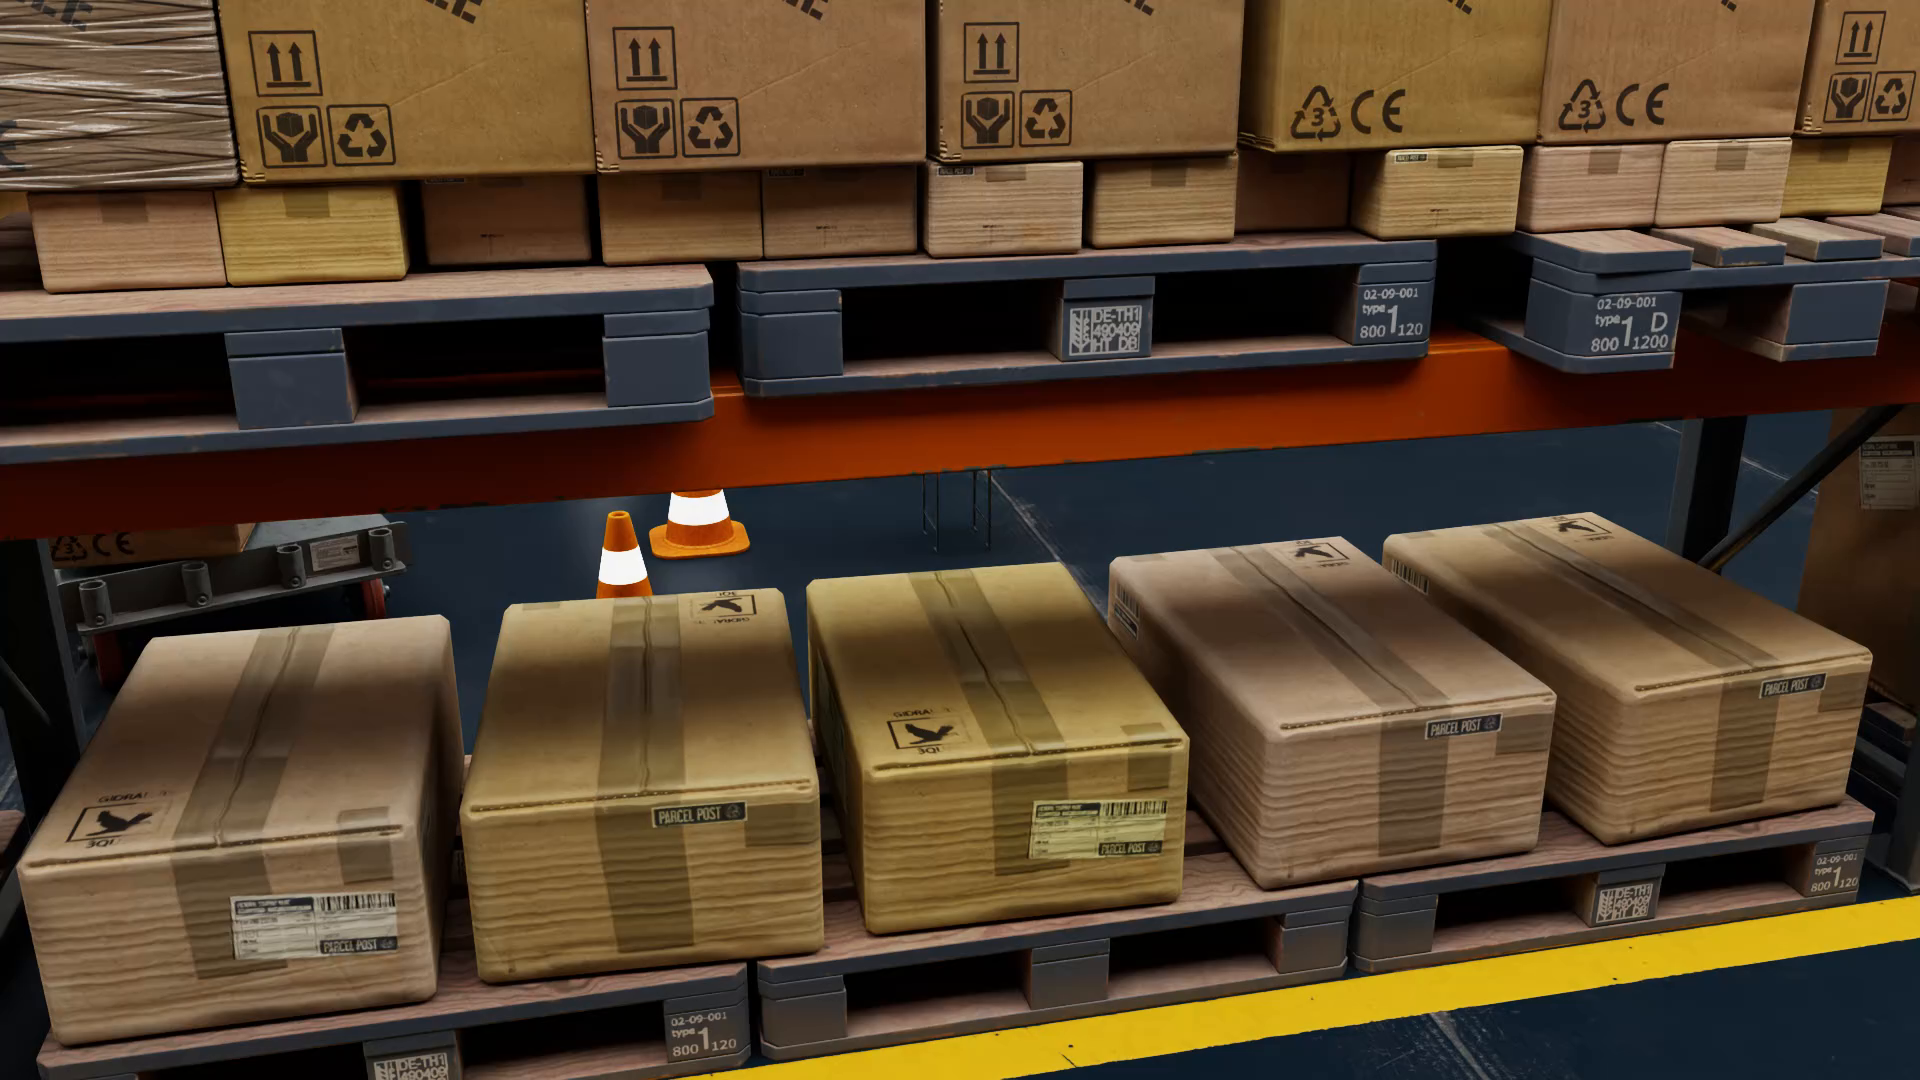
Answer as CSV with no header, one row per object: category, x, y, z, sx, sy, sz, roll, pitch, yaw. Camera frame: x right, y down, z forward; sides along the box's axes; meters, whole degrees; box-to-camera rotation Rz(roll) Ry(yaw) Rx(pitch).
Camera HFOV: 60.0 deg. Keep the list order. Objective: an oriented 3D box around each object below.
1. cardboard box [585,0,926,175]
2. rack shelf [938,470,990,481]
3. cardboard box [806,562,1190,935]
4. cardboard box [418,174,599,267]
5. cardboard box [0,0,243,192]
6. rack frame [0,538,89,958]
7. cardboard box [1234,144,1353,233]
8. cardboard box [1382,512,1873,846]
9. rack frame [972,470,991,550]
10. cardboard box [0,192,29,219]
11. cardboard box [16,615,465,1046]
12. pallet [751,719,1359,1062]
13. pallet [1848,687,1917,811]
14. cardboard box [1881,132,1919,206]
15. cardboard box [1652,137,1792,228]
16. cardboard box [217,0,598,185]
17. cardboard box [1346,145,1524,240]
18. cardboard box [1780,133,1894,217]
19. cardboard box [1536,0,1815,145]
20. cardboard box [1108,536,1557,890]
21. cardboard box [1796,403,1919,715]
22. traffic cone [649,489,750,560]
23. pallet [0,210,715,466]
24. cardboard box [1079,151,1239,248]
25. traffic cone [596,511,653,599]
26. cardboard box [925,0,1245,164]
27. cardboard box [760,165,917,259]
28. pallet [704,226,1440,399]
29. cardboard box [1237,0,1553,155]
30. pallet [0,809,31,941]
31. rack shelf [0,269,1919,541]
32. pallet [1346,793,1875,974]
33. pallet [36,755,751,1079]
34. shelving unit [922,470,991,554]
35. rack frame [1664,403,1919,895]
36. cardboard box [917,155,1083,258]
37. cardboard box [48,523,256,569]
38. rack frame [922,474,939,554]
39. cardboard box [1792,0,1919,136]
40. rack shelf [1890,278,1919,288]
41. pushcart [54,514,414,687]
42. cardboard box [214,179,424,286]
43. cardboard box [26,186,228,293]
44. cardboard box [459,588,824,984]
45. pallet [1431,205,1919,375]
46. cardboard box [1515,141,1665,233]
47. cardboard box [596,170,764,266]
cardboard box,-0.353,-0.879,2.664,0.500,0.500,0.500,-5,21,-13
rack shelf,-0.014,-0.295,5.703,0.180,0.103,0.258,-5,21,-12
cardboard box,0.038,0.401,3.568,0.625,0.372,0.950,-4,20,-11
cardboard box,-0.733,-0.561,2.741,0.250,0.149,0.380,-3,20,-9
cardboard box,-1.324,-0.804,2.461,0.500,0.500,0.500,-4,21,-11
rack frame,-1.847,-0.479,2.762,0.127,3.000,1.000,-5,21,-12
cardboard box,0.517,-0.669,3.034,0.250,0.149,0.380,-4,21,-12
cardboard box,1.494,0.282,3.893,0.625,0.372,0.950,-6,21,-16
rack frame,0.075,-0.569,5.625,0.006,1.200,0.240,-5,21,-12
cardboard box,-3.712,-1.301,7.485,0.875,0.875,0.875,-4,21,-12
cardboard box,-1.337,0.515,3.258,0.625,0.372,0.950,-4,21,-12
pallet,0.100,0.670,3.678,1.213,0.211,1.003,-5,21,-12
pallet,2.831,0.476,4.208,1.213,0.211,1.003,-5,21,-12
cardboard box,1.781,-0.770,3.312,0.250,0.149,0.380,-4,20,-10
cardboard box,1.302,-0.690,3.092,0.250,0.149,0.380,-5,21,-13
cardboard box,-0.837,-0.844,2.570,0.500,0.500,0.500,-5,21,-12
cardboard box,0.791,-0.646,2.973,0.250,0.149,0.380,-4,21,-12
cardboard box,1.537,-0.725,3.188,0.250,0.149,0.380,-4,21,-12
cardboard box,1.167,-1.006,3.012,0.500,0.500,0.500,-5,21,-13
cardboard box,0.778,0.343,3.727,0.625,0.372,0.950,-5,21,-14
cardboard box,2.737,-0.022,3.993,0.875,0.875,0.875,-5,21,-13
traffic cone,-0.910,-0.213,5.722,0.334,0.463,0.336,-5,21,-12
pallet,-1.069,-0.401,2.828,1.213,0.211,1.003,-5,21,-12
cardboard box,0.292,-0.621,2.905,0.250,0.149,0.380,-5,21,-14
traffic cone,-0.962,0.145,4.746,0.334,0.463,0.336,-5,21,-12
cardboard box,0.145,-0.923,2.785,0.500,0.500,0.500,-6,21,-15
cardboard box,-0.232,-0.587,2.810,0.250,0.149,0.380,-4,21,-12
pallet,0.129,-0.536,3.194,1.213,0.211,1.003,-5,21,-12
cardboard box,0.676,-0.966,2.902,0.500,0.500,0.500,-6,21,-16
pallet,-2.492,0.895,3.065,1.213,0.211,1.003,-5,21,-12
rack shelf,0.100,-0.300,3.318,4.000,0.370,1.077,-5,21,-12
pallet,1.285,0.575,3.939,1.213,0.211,1.003,-5,21,-12
pallet,-1.089,0.768,3.412,1.213,0.211,1.003,-5,21,-12
shelving unit,-0.014,-0.562,5.605,0.189,1.200,0.258,-5,21,-12
rack frame,2.046,-0.796,3.627,0.127,3.000,1.000,-5,21,-12
cardboard box,0.039,-0.590,2.820,0.250,0.149,0.380,-4,20,-10
cardboard box,-2.285,-0.255,4.682,0.500,0.500,0.500,-5,21,-12
rack frame,-0.103,-0.555,5.585,0.006,1.200,0.240,-5,21,-12
cardboard box,1.668,-1.051,3.134,0.500,0.500,0.500,-5,21,-14
rack shelf,3.992,-0.616,4.182,4.000,0.370,1.077,-5,21,-12
pushcart,-2.420,-0.007,5.286,0.936,0.377,1.648,-13,24,-31
cardboard box,-0.991,-0.513,2.610,0.250,0.149,0.380,-4,21,-11
cardboard box,-1.236,-0.497,2.564,0.250,0.149,0.380,-4,21,-12
cardboard box,-0.638,0.457,3.416,0.625,0.372,0.950,-3,20,-9
pallet,1.377,-0.614,3.408,1.003,0.211,1.213,-5,21,-12
cardboard box,1.055,-0.673,3.045,0.250,0.149,0.380,-6,21,-15
cardboard box,-0.473,-0.568,2.758,0.250,0.149,0.380,-4,21,-12
